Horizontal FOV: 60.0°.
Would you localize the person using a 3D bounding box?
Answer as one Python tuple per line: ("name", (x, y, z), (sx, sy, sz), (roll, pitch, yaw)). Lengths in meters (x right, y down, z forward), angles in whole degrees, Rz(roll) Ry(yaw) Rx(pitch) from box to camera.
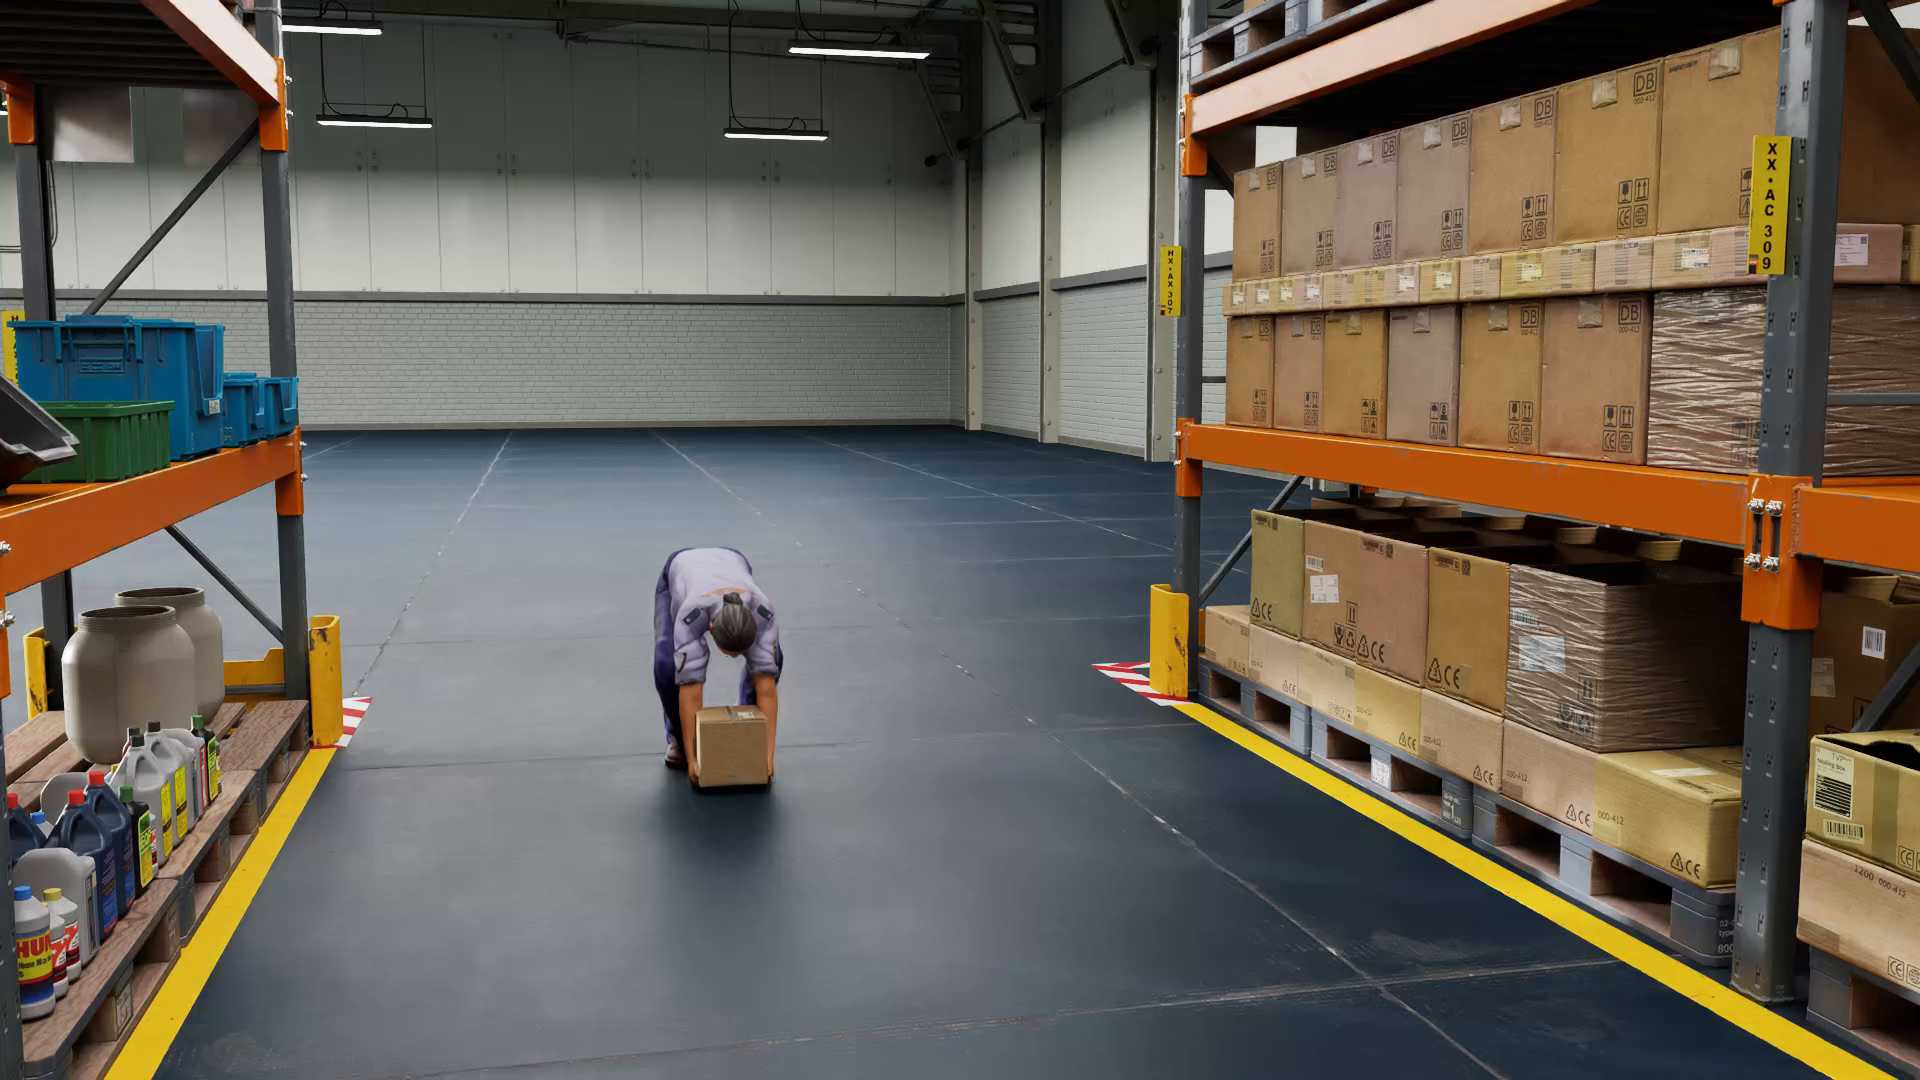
("person", (-0.950, 0.478, 6.544), (0.506, 0.854, 0.898), (-2, 7, -16))
